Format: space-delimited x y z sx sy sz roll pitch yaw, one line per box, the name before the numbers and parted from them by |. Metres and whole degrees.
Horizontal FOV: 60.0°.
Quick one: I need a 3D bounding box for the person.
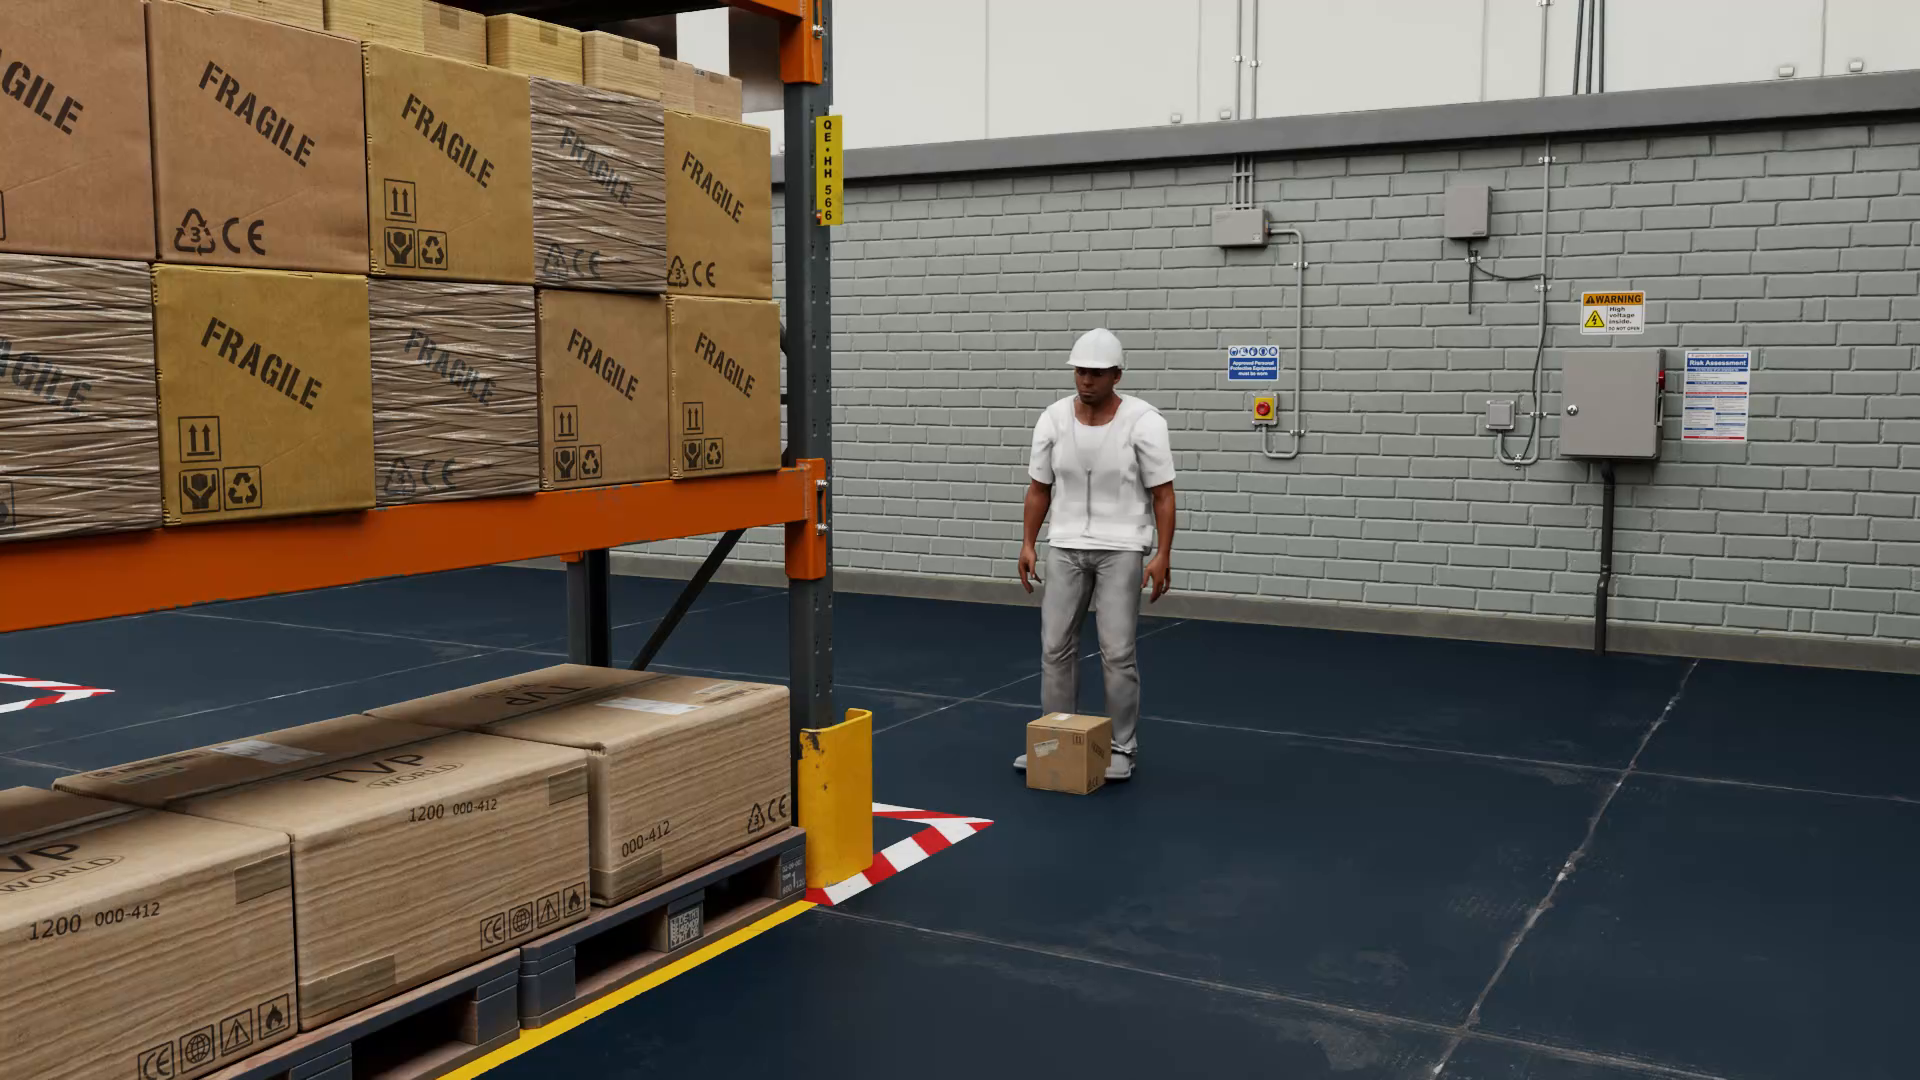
person | 0.529 0.053 6.548 0.632 1.759 0.462 3 7 25
